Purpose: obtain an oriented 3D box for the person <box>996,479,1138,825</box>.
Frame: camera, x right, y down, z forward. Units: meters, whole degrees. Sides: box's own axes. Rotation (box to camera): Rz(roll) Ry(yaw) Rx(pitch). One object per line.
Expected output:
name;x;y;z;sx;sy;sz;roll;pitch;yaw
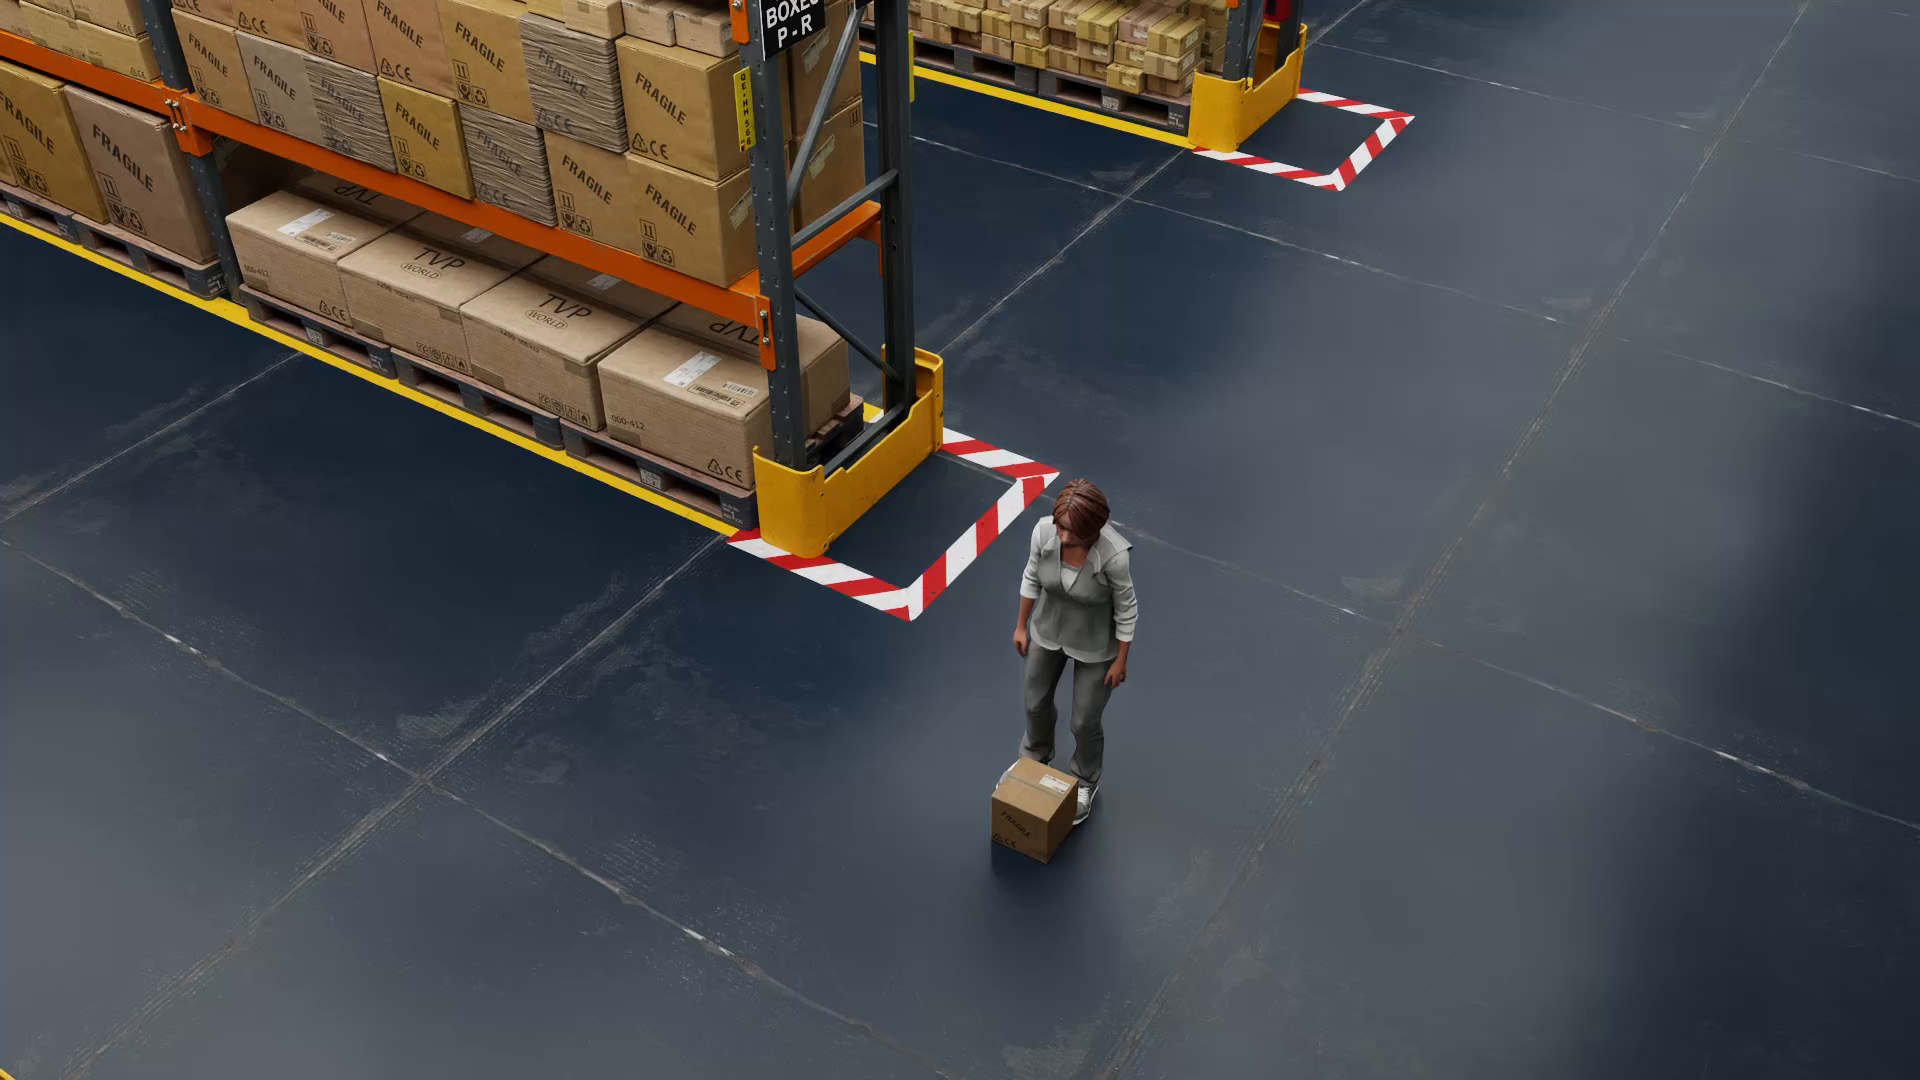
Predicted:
person;0.416;0.391;6.204;0.480;1.592;0.346;19;43;22
